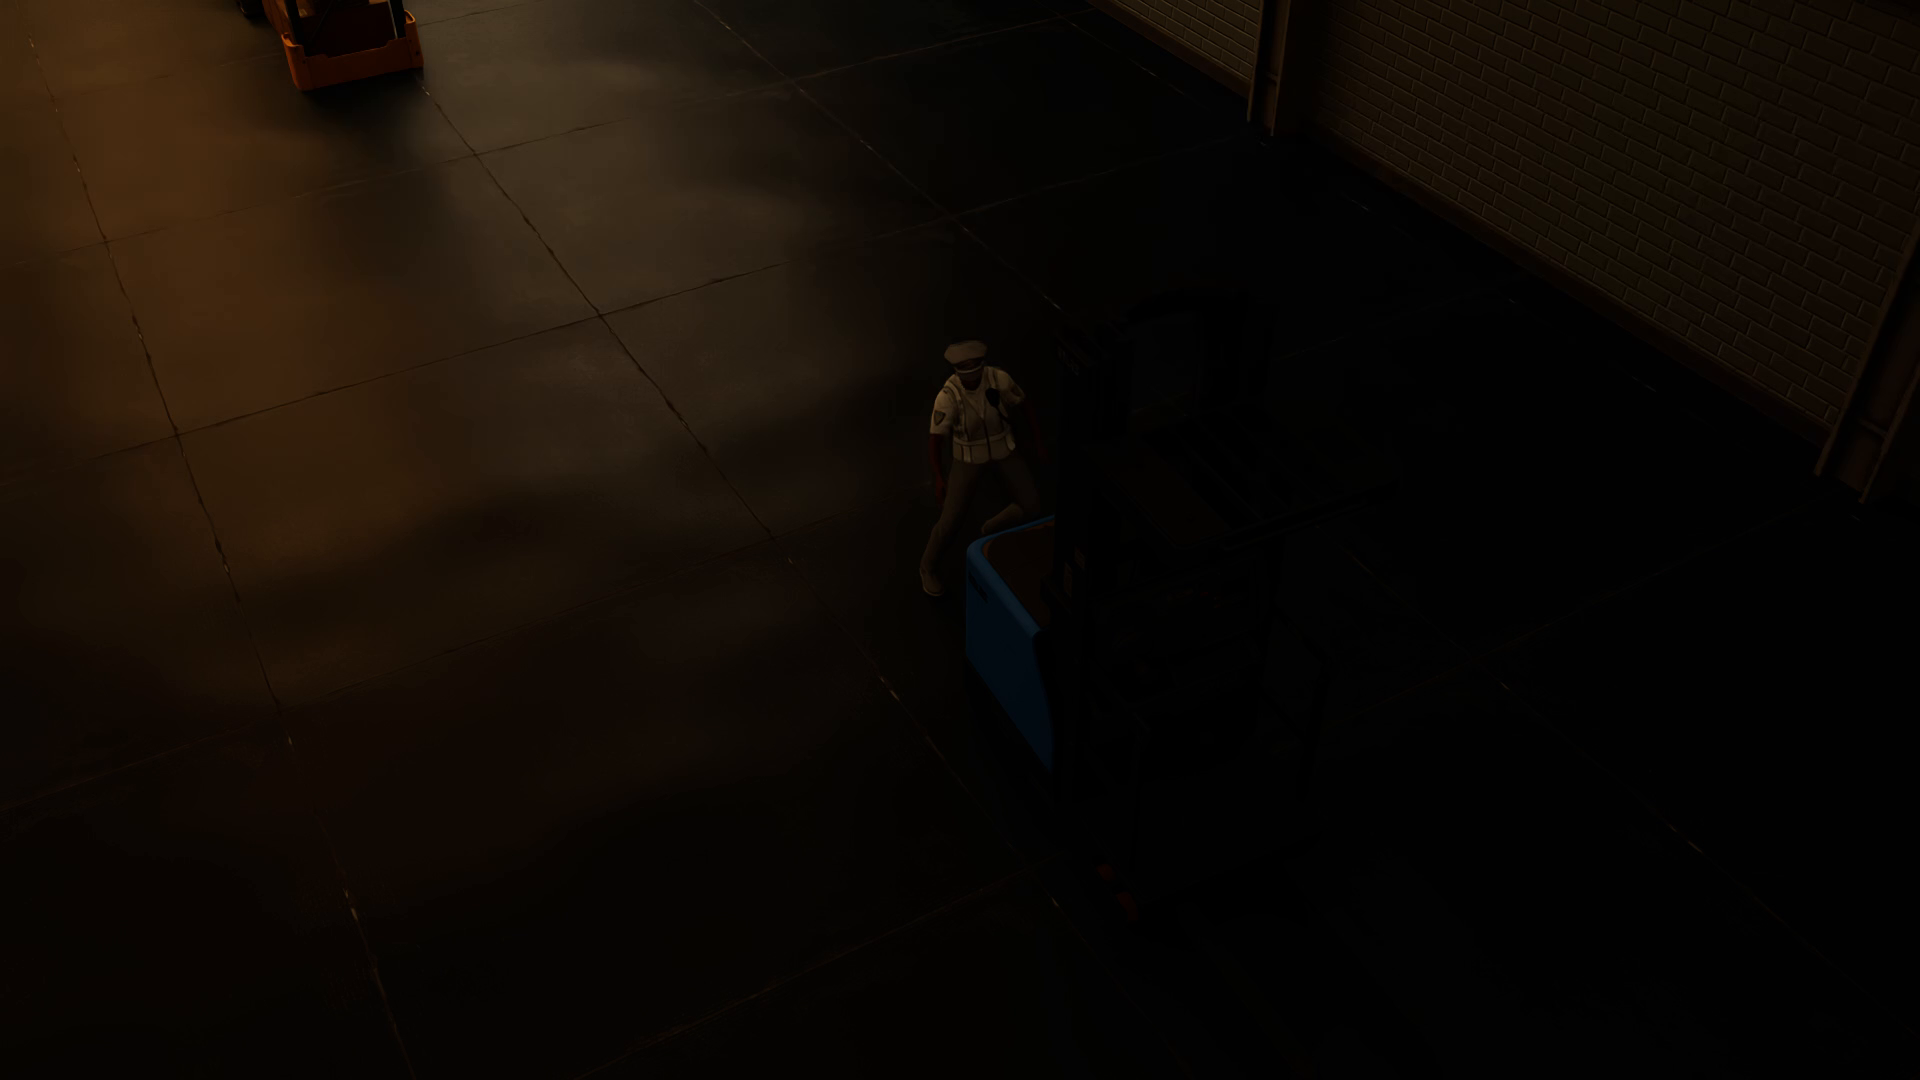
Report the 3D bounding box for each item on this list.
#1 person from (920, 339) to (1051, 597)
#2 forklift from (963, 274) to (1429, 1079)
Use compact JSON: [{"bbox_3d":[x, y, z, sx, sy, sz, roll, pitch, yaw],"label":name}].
[{"bbox_3d":[0.124,-0.423,9.655,0.779,1.510,0.666,-10,41,-11],"label":"person"},{"bbox_3d":[1.121,0.417,7.534,1.130,2.935,3.031,-18,43,-20],"label":"forklift"}]
